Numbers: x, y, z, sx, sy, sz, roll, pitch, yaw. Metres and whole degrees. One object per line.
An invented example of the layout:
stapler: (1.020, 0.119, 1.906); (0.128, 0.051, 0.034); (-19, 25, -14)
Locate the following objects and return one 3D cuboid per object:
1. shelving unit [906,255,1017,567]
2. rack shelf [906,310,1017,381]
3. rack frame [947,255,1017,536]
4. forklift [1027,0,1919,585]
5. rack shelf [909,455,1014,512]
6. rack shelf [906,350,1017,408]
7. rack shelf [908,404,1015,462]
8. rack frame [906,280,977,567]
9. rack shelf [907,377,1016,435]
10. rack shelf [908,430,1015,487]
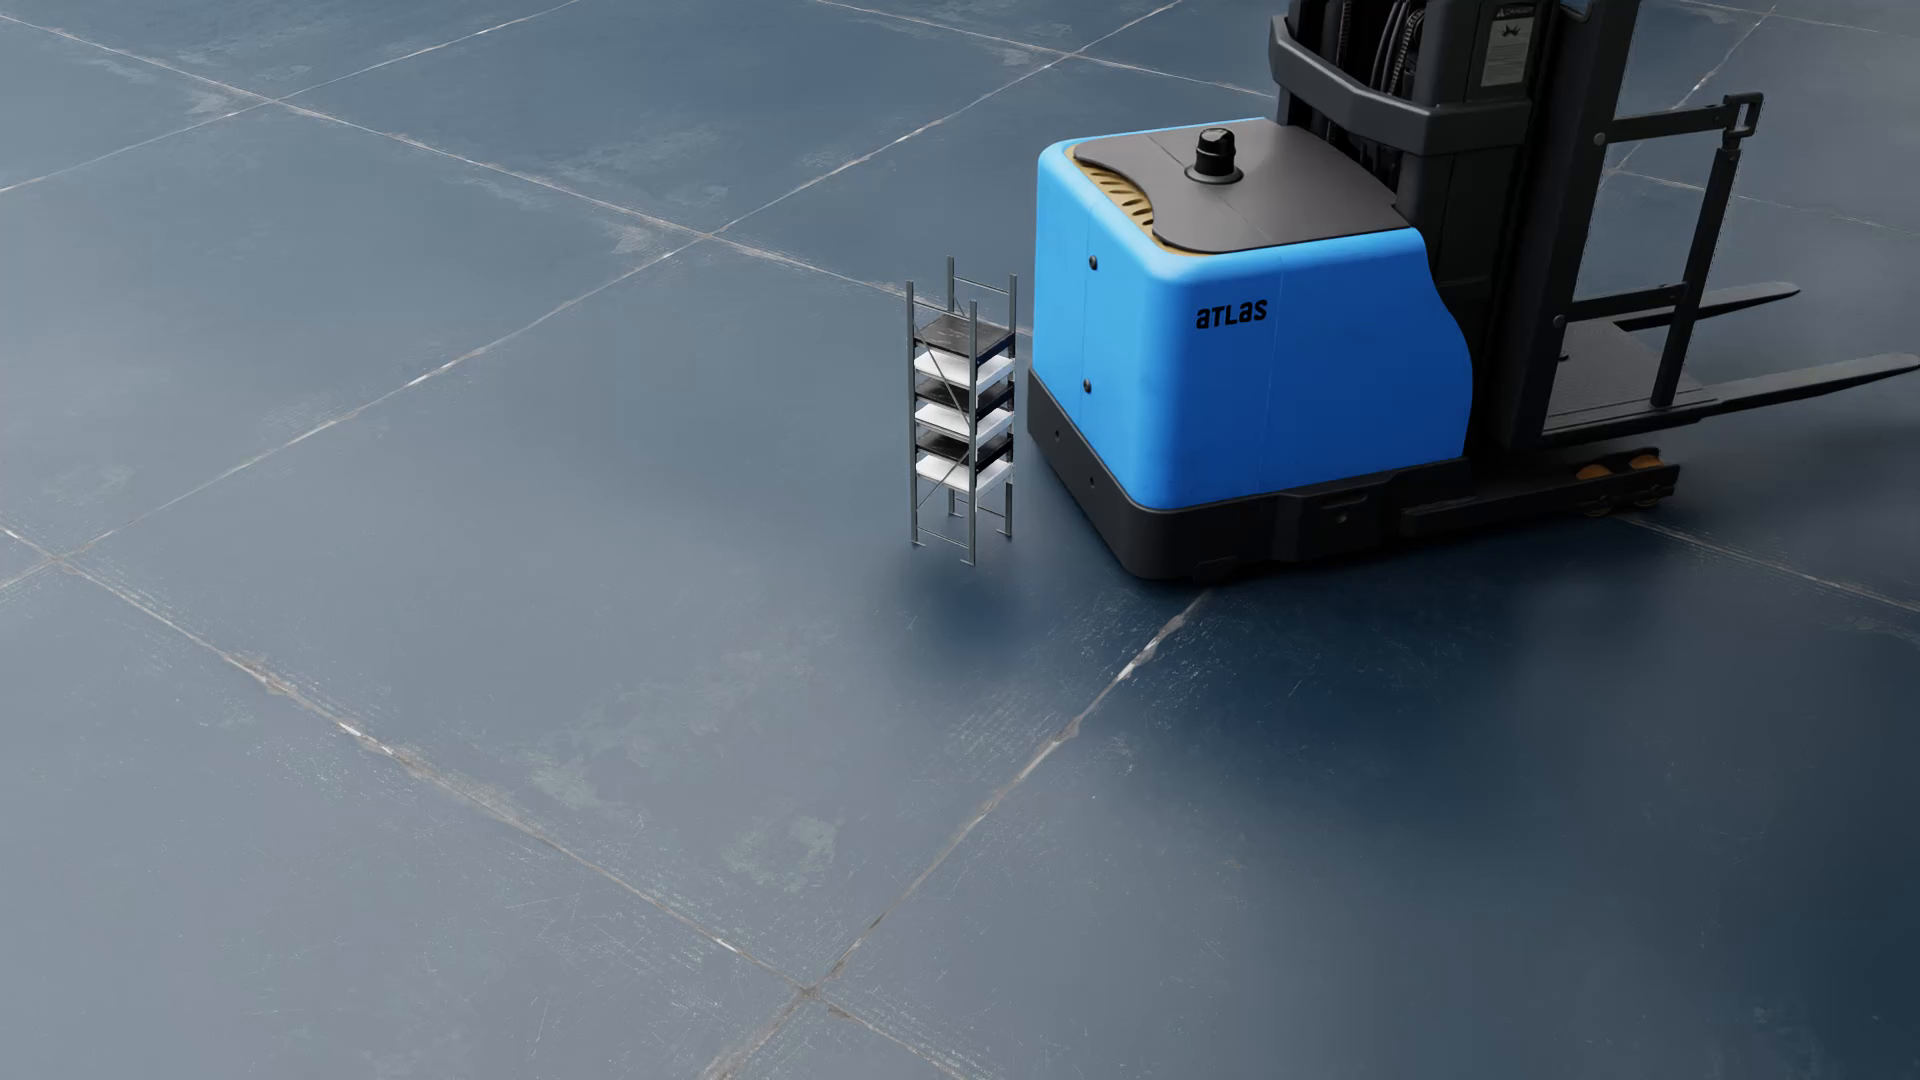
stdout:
shelving unit: (0.005, -0.376, 5.003); (0.258, 0.900, 0.210); (21, 39, 28)
rack shelf: (0.005, -0.573, 4.871); (0.258, 0.077, 0.200); (21, 39, 28)
rack frame: (0.063, -0.423, 5.073); (0.240, 0.900, 0.006); (21, 39, 28)
forklift: (1.803, -1.560, 4.940); (3.031, 2.935, 1.130); (-10, 35, -15)
rack shelf: (0.005, -0.200, 5.123); (0.258, 0.077, 0.200); (21, 39, 28)
rack shelf: (0.005, -0.498, 4.921); (0.258, 0.077, 0.200); (21, 39, 28)
rack shelf: (0.005, -0.349, 5.022); (0.258, 0.077, 0.200); (21, 39, 28)
rack frame: (-0.053, -0.330, 4.934); (0.240, 0.900, 0.006); (21, 39, 28)
rack shelf: (0.005, -0.423, 4.972); (0.258, 0.077, 0.200); (21, 39, 28)
rack shelf: (0.005, -0.274, 5.073); (0.258, 0.077, 0.200); (21, 39, 28)
